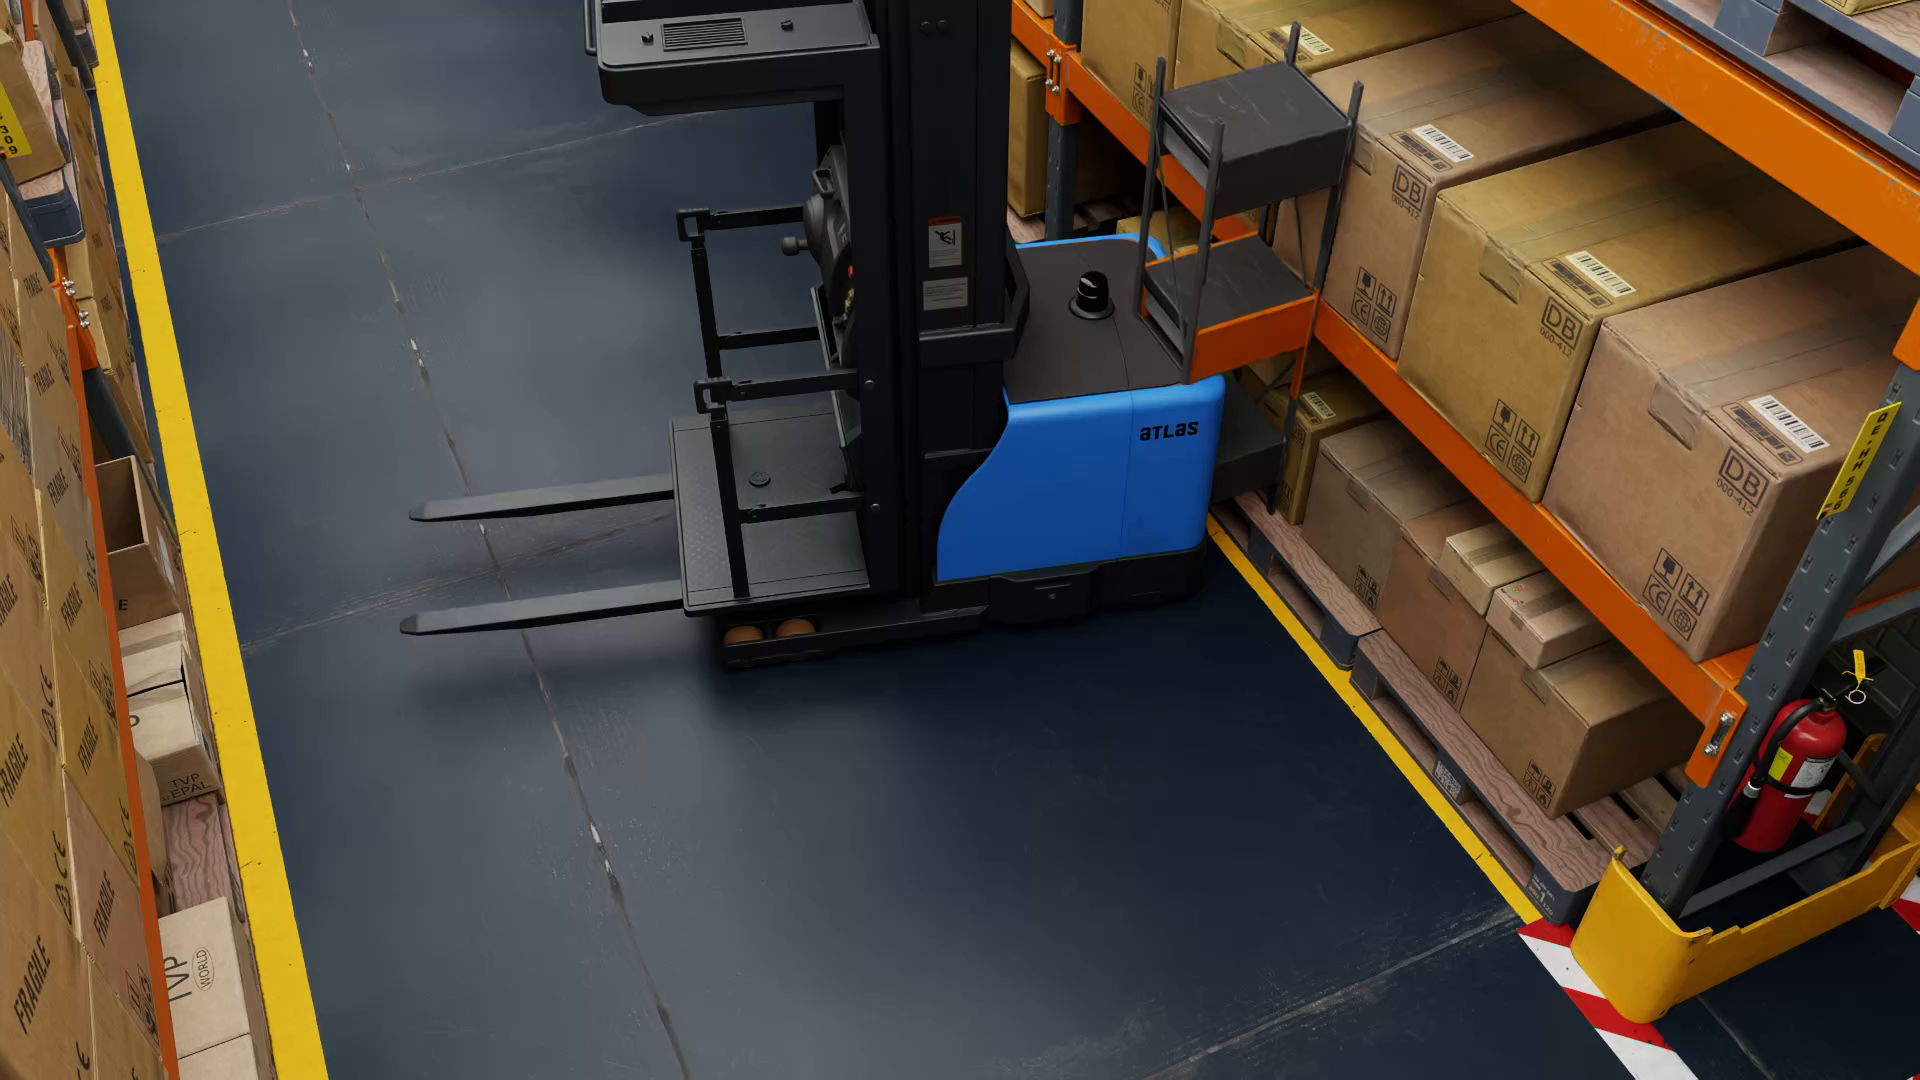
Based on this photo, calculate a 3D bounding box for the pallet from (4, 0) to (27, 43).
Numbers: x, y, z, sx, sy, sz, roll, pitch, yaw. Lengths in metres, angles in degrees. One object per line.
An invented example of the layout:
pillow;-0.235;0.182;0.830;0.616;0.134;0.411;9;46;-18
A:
pallet;-4.482;-2.159;6.939;1.003;0.211;1.213;-18;47;-17

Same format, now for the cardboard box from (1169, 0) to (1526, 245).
cardboard box;1.386;-1.671;6.094;0.980;0.700;0.700;-19;48;-18

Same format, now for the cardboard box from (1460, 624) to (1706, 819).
cardboard box;2.168;0.491;5.597;0.700;0.500;0.500;-18;47;-17

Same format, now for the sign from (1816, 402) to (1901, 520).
sign;2.055;-0.178;3.801;0.100;0.325;0.005;-18;47;-17

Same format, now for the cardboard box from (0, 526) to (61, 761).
cardboard box;-2.320;0.229;3.599;0.500;0.500;0.500;-17;47;-17

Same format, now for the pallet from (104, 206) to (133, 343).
pallet;-4.515;-1.209;7.825;1.003;0.211;1.213;-18;47;-17

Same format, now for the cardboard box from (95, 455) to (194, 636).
cardboard box;-3.125;0.096;5.983;0.500;0.500;0.500;-18;47;-17

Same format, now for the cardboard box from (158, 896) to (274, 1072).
cardboard box;-2.332;1.387;4.853;0.500;0.250;0.500;-18;47;-17

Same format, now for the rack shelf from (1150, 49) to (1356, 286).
rack shelf;0.929;-1.214;5.423;0.480;0.518;0.431;-18;51;-15

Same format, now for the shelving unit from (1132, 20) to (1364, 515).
shelving unit;0.930;-0.761;5.938;0.503;2.100;0.431;-18;51;-15

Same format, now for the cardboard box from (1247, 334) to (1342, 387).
cardboard box;1.291;-0.761;6.404;0.380;0.149;0.250;-19;48;-19

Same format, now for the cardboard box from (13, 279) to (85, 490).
cardboard box;-2.961;-0.381;4.929;0.500;0.500;0.500;-17;47;-16

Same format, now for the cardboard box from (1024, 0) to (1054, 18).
cardboard box;0.472;-2.431;7.243;0.380;0.149;0.250;-18;47;-17

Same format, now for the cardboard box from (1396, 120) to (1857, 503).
cardboard box;2.013;-0.722;5.132;0.980;0.700;0.700;-18;48;-18

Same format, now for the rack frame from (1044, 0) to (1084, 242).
rack frame;0.871;-2.382;7.028;1.000;3.000;0.127;-18;47;-17

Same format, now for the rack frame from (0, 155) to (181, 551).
rack frame;-3.622;-0.916;5.543;1.000;3.000;0.127;-18;47;-17

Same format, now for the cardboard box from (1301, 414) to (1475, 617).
cardboard box;1.745;-0.148;6.245;0.700;0.500;0.500;-19;48;-19

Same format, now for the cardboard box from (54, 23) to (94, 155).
cardboard box;-4.698;-2.205;8.316;0.500;0.500;0.500;-16;47;-16

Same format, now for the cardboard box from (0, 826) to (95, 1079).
cardboard box;-1.887;0.881;2.939;0.500;0.500;0.500;-17;47;-16

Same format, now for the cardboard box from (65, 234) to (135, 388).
cardboard box;-3.839;-0.900;6.993;0.500;0.500;0.500;-17;47;-17

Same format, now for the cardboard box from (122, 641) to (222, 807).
cardboard box;-2.810;0.641;5.565;0.500;0.311;0.500;-18;47;-17

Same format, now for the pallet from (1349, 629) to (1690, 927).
pallet;2.146;0.674;5.917;1.003;0.211;1.213;-18;47;-17

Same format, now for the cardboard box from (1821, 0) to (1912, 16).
cardboard box;2.004;-1.420;3.655;0.500;0.250;0.500;-17;47;-16

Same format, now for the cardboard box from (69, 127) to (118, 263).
cardboard box;-4.254;-1.543;7.645;0.500;0.500;0.500;-20;48;-19

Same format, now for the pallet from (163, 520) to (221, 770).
pallet;-3.334;0.514;6.079;1.003;0.211;1.213;-18;47;-17

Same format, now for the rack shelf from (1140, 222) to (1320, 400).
rack shelf;0.931;-0.752;5.949;0.480;0.518;0.431;-18;51;-15

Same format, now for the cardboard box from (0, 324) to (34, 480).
cardboard box;-2.745;-0.415;4.252;0.500;0.500;0.500;-18;47;-17

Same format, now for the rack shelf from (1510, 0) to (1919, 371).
rack shelf;1.712;-1.919;4.935;1.077;0.370;4.000;-18;47;-17

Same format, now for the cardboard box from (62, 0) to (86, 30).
cardboard box;-5.258;-3.057;9.371;0.500;0.250;0.500;-18;47;-18

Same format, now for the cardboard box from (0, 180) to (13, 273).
cardboard box;-3.174;-1.062;4.908;0.500;0.500;0.500;-18;47;-17

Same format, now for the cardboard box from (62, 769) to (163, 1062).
cardboard box;-2.109;0.909;3.622;0.500;0.500;0.500;-18;48;-18

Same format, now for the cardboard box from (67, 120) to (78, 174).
cardboard box;-4.236;-1.787;7.358;0.500;0.250;0.500;-19;48;-18

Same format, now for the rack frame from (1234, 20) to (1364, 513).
rack frame;1.154;-0.835;6.003;0.015;2.100;0.400;-18;51;-15

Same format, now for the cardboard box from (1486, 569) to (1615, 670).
cardboard box;1.948;0.232;5.398;0.380;0.149;0.250;-19;48;-18

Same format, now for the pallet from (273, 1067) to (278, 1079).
pallet;-2.308;2.069;4.503;1.003;0.211;1.213;-18;47;-17

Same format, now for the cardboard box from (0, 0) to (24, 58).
cardboard box;-3.965;-1.889;6.158;0.700;0.500;0.500;-11;46;-11

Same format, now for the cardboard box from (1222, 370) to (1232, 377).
cardboard box;1.301;-0.813;6.919;0.700;0.500;0.500;-18;48;-18

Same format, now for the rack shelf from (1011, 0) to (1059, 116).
rack shelf;0.030;-3.400;8.572;1.077;0.370;4.000;-18;47;-17

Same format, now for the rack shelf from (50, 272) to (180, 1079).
rack shelf;-2.781;0.614;4.504;1.077;0.370;4.000;-18;47;-17

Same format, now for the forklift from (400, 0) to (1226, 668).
forklift;-0.620;-0.965;5.641;3.031;2.935;1.130;-7;45;-7

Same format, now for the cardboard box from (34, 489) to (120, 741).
cardboard box;-2.526;0.270;4.270;0.500;0.500;0.500;-17;47;-17

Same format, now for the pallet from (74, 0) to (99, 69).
pallet;-5.615;-3.009;9.649;1.003;0.211;1.213;-18;47;-17
